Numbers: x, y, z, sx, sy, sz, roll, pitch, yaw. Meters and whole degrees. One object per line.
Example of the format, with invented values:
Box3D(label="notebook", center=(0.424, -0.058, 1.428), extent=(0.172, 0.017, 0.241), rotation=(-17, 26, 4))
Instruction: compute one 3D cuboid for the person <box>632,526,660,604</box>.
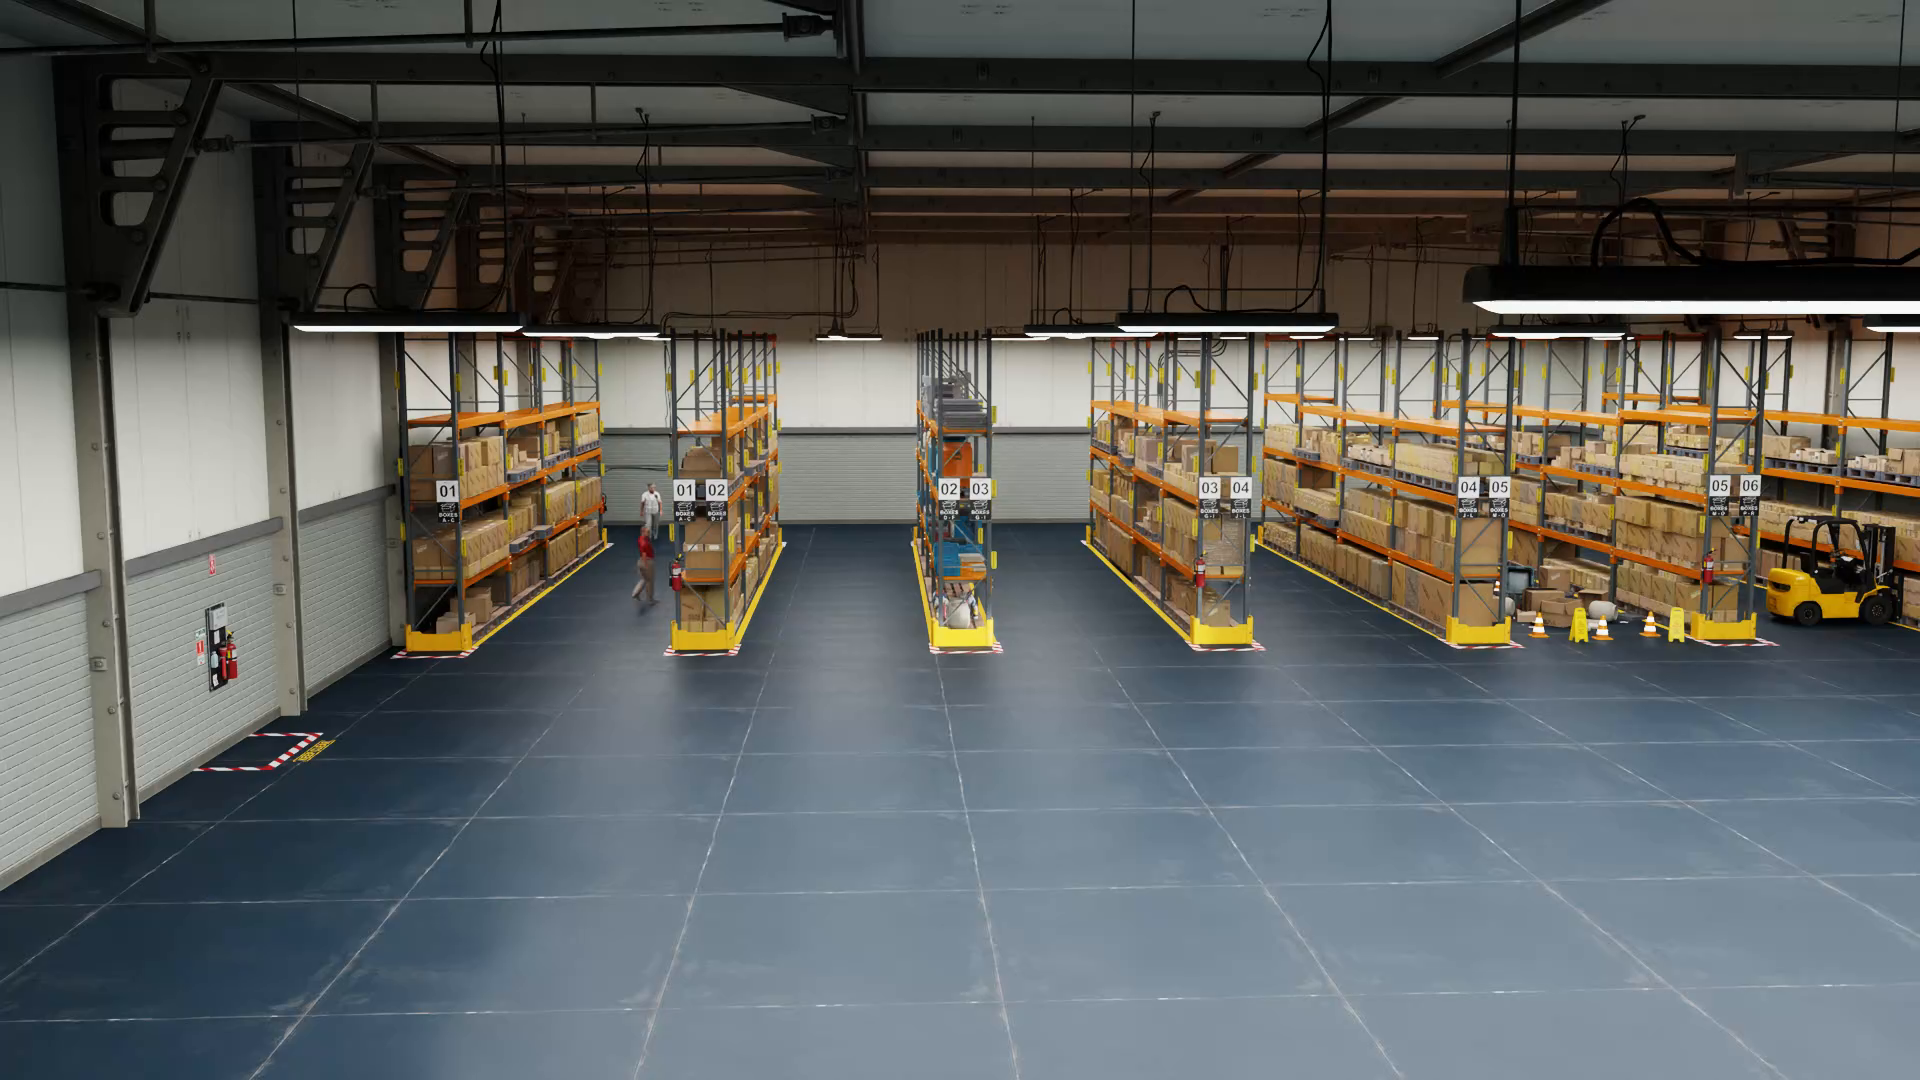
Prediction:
Box3D(label="person", center=(-6.935, 0.551, 36.674), extent=(0.641, 1.728, 0.511), rotation=(-5, 8, -37))

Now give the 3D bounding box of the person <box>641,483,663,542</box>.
Box3D(label="person", center=(-8.929, -0.814, 48.154), extent=(0.625, 1.706, 1.079), rotation=(-1, 7, -12))

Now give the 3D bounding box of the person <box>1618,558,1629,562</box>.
Box3D(label="person", center=(17.535, -0.262, 43.770), extent=(0.414, 1.762, 0.560), rotation=(3, 7, 23))

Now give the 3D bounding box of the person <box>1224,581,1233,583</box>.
Box3D(label="person", center=(6.549, 0.123, 40.047), extent=(0.444, 1.788, 0.601), rotation=(1, 7, 8))
